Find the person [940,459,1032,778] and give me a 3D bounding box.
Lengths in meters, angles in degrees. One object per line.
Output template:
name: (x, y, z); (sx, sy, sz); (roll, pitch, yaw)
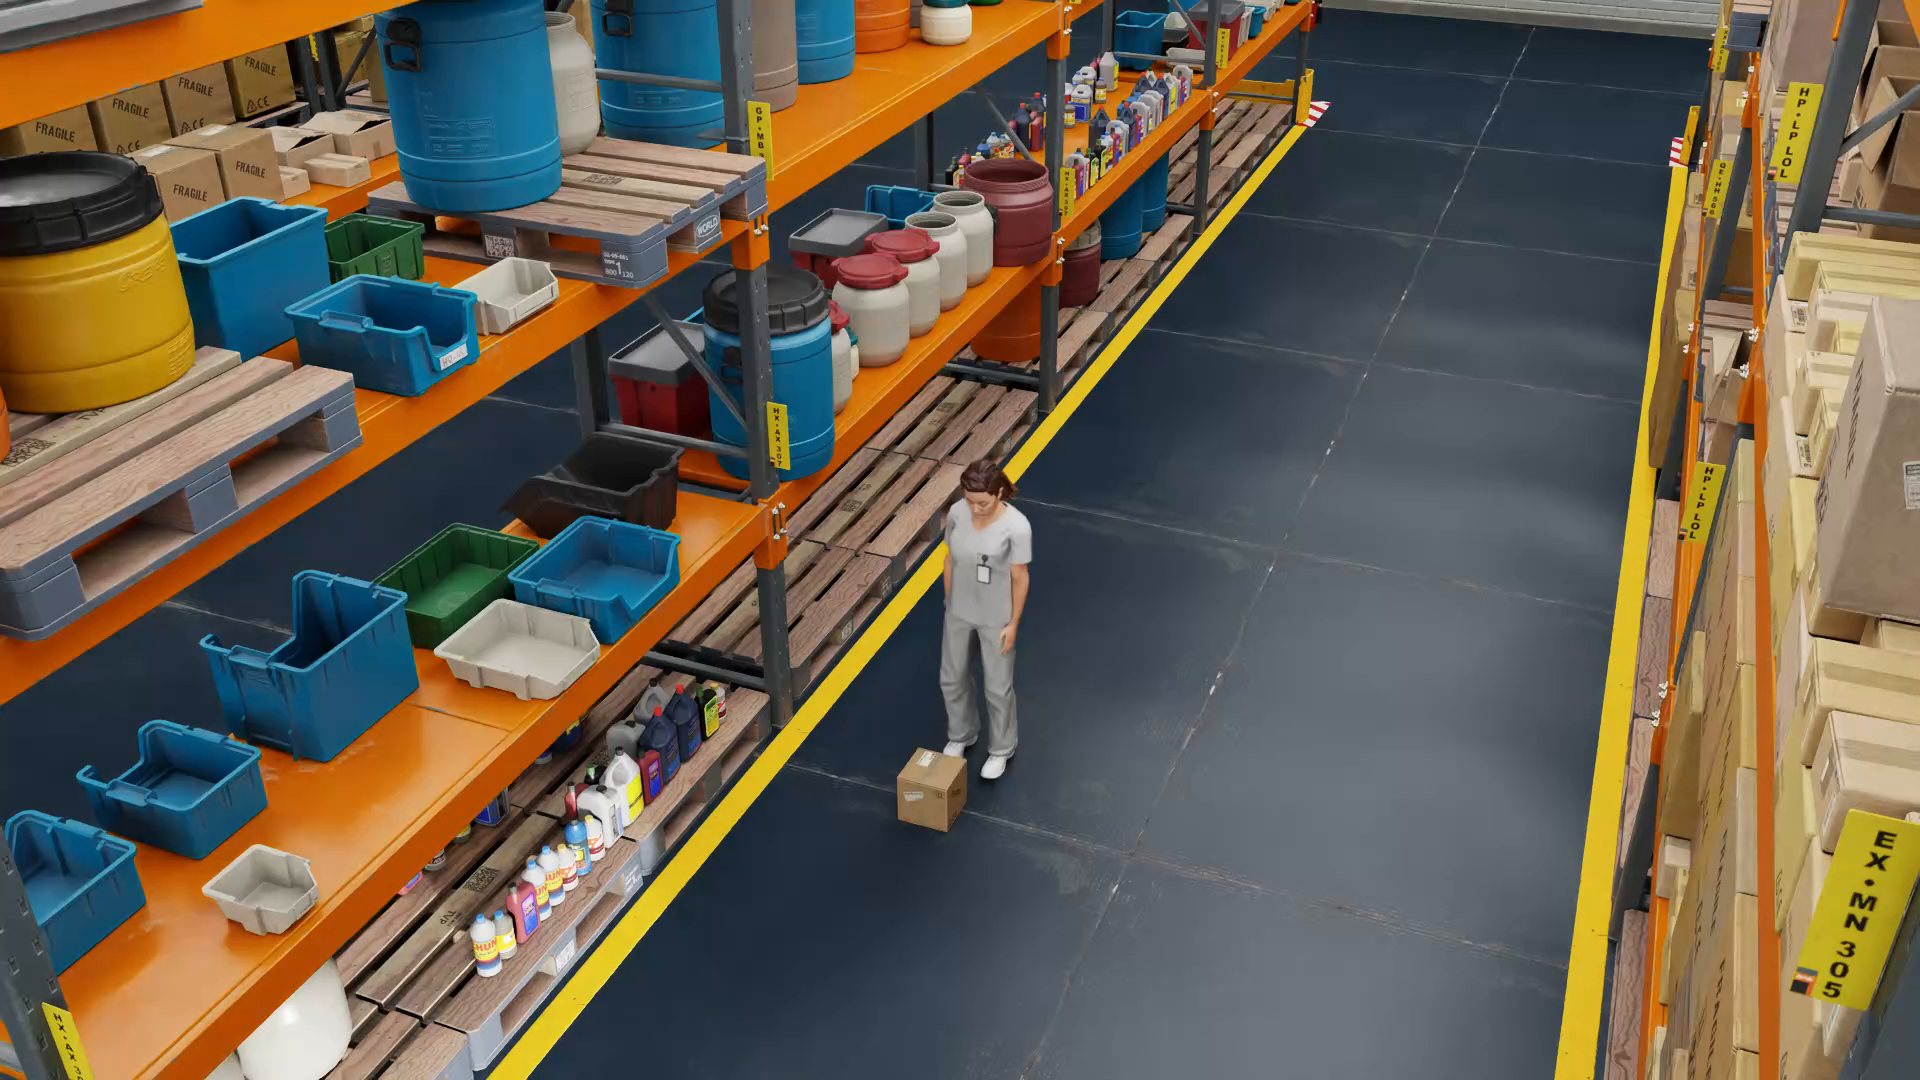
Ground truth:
person: (0.121, 0.350, 7.799); (0.447, 1.665, 0.354); (15, 33, 24)
